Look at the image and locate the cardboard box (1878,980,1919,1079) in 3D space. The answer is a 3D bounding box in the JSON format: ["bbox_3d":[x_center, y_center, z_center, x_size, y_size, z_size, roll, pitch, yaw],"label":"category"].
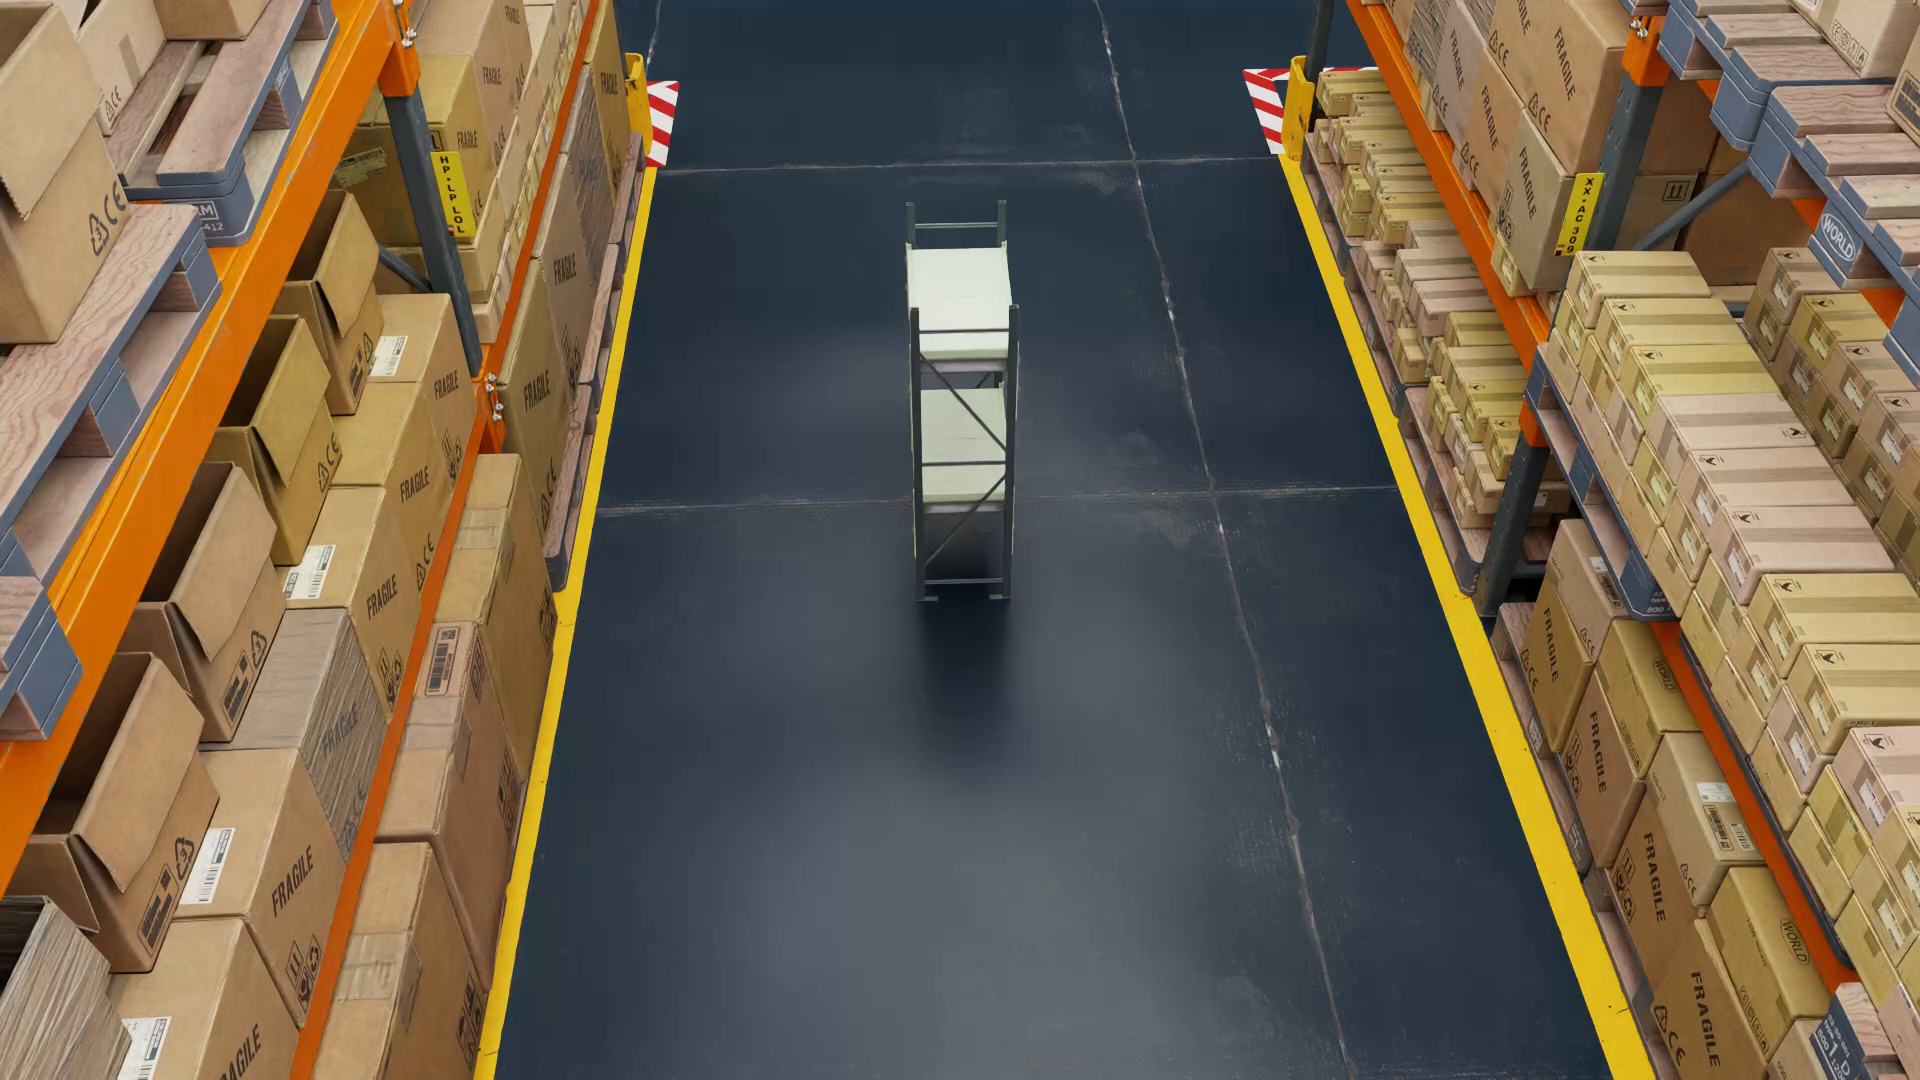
[{"bbox_3d":[2.362,1.148,3.802,0.380,0.149,0.250,-1,43,-1],"label":"cardboard box"}]

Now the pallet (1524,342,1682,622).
[{"bbox_3d":[2.580,-0.238,5.581,1.003,0.211,1.213,-2,43,-2],"label":"pallet"}]

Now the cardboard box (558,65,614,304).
[{"bbox_3d":[-2.291,-1.782,8.386,0.875,0.875,0.875,-2,43,-2],"label":"cardboard box"}]

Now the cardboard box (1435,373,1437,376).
[{"bbox_3d":[2.442,-0.723,7.768,0.380,0.149,0.250,-3,43,-3],"label":"cardboard box"}]

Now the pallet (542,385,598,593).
[{"bbox_3d":[-2.221,-0.242,7.508,1.003,0.211,1.213,-2,43,-2],"label":"pallet"}]

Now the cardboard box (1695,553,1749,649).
[{"bbox_3d":[2.310,0.164,4.656,0.380,0.149,0.250,-2,43,-3],"label":"cardboard box"}]

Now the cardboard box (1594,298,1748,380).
[{"bbox_3d":[2.268,-0.643,5.316,0.380,0.149,0.250,-1,43,-1],"label":"cardboard box"}]

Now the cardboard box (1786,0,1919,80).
[{"bbox_3d":[2.520,-1.456,4.304,0.500,0.311,0.500,-2,43,-2],"label":"cardboard box"}]

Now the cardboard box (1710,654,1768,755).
[{"bbox_3d":[2.318,0.440,4.575,0.380,0.149,0.250,-3,43,-4],"label":"cardboard box"}]

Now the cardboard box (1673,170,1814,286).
[{"bbox_3d":[2.923,-1.317,6.322,0.500,0.500,0.500,-2,43,-3],"label":"cardboard box"}]

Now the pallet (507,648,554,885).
[{"bbox_3d":[-2.159,0.792,6.379,1.003,0.211,1.213,-2,43,-2],"label":"pallet"}]

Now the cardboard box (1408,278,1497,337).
[{"bbox_3d":[2.312,-1.081,7.718,0.380,0.149,0.250,-4,43,-4],"label":"cardboard box"}]

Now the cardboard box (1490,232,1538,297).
[{"bbox_3d":[2.327,-1.093,6.558,0.380,0.149,0.250,-3,43,-3],"label":"cardboard box"}]

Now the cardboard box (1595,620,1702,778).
[{"bbox_3d":[2.485,0.527,5.589,0.500,0.250,0.500,-1,43,-1],"label":"cardboard box"}]

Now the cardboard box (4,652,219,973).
[{"bbox_3d":[-2.137,0.605,3.703,0.797,0.503,0.637,-1,43,-1],"label":"cardboard box"}]

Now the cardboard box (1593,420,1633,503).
[{"bbox_3d":[2.274,-0.256,5.334,0.380,0.149,0.250,-1,43,-1],"label":"cardboard box"}]

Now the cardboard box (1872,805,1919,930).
[{"bbox_3d":[2.349,0.746,3.801,0.380,0.149,0.250,0,43,-1],"label":"cardboard box"}]

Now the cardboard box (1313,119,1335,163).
[{"bbox_3d":[2.225,-2.270,9.455,0.380,0.149,0.250,-1,43,-1],"label":"cardboard box"}]

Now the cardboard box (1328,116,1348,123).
[{"bbox_3d":[2.288,-2.382,9.357,0.380,0.149,0.250,0,43,0],"label":"cardboard box"}]

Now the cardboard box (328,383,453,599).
[{"bbox_3d":[-1.961,-0.149,5.269,0.500,0.500,0.500,0,43,0],"label":"cardboard box"}]

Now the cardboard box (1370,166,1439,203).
[{"bbox_3d":[2.316,-1.780,8.480,0.380,0.149,0.250,0,43,0],"label":"cardboard box"}]

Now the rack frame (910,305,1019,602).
[{"bbox_3d":[0.016,-0.301,6.618,0.400,1.500,0.023,-2,43,-2],"label":"rack frame"}]

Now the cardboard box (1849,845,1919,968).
[{"bbox_3d":[2.349,0.853,3.904,0.380,0.149,0.250,-2,43,-2],"label":"cardboard box"}]

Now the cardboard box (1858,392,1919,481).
[{"bbox_3d":[2.937,-0.312,4.955,0.380,0.149,0.250,-2,43,-2],"label":"cardboard box"}]

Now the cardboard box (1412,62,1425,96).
[{"bbox_3d":[2.326,-2.157,7.719,0.380,0.149,0.250,0,43,0],"label":"cardboard box"}]

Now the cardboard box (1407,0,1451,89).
[{"bbox_3d":[2.350,-2.329,7.427,0.500,0.500,0.500,-3,43,-3],"label":"cardboard box"}]

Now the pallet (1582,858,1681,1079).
[{"bbox_3d":[2.782,1.550,5.552,1.003,0.211,1.213,-2,43,-2],"label":"pallet"}]

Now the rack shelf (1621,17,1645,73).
[{"bbox_3d":[2.607,-3.019,6.786,1.077,0.370,4.000,-2,43,-2],"label":"rack shelf"}]

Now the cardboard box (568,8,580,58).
[{"bbox_3d":[-2.048,-2.442,8.030,0.380,0.149,0.250,-3,43,-3],"label":"cardboard box"}]

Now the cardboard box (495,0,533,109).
[{"bbox_3d":[-2.072,-2.100,6.807,0.500,0.500,0.500,-3,43,-3],"label":"cardboard box"}]

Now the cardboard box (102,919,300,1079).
[{"bbox_3d":[-1.870,1.225,3.770,0.500,0.500,0.500,-3,43,-3],"label":"cardboard box"}]

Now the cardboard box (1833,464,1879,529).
[{"bbox_3d":[2.938,-0.116,5.181,0.380,0.149,0.250,-4,43,-4],"label":"cardboard box"}]

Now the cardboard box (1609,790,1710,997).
[{"bbox_3d":[2.519,1.155,5.459,0.500,0.500,0.500,-1,43,-1],"label":"cardboard box"}]

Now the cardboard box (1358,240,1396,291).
[{"bbox_3d":[2.266,-1.412,8.520,0.380,0.149,0.250,-4,43,-4],"label":"cardboard box"}]

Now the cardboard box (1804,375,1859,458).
[{"bbox_3d":[2.927,-0.392,5.263,0.380,0.149,0.250,0,43,0],"label":"cardboard box"}]

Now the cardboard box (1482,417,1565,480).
[{"bbox_3d":[2.417,-0.385,6.958,0.380,0.149,0.250,-1,43,-1],"label":"cardboard box"}]

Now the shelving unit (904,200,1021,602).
[{"bbox_3d":[0.000,-0.548,6.888,0.431,1.500,0.755,-2,43,-2],"label":"shelving unit"}]

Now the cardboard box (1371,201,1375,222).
[{"bbox_3d":[2.351,-1.680,8.591,0.380,0.149,0.250,-4,43,-4],"label":"cardboard box"}]

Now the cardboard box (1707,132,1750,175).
[{"bbox_3d":[2.917,-1.655,5.952,0.500,0.500,0.500,-1,43,-1],"label":"cardboard box"}]

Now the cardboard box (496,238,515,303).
[{"bbox_3d":[-1.959,-1.049,6.510,0.380,0.149,0.250,-3,43,-3],"label":"cardboard box"}]

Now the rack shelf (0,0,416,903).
[{"bbox_3d":[-2.182,-0.245,3.760,1.077,0.370,4.000,-2,43,-2],"label":"rack shelf"}]

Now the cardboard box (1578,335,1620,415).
[{"bbox_3d":[2.263,-0.547,5.431,0.380,0.149,0.250,-2,43,-3],"label":"cardboard box"}]

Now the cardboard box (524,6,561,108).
[{"bbox_3d":[-2.082,-2.152,7.419,0.500,0.250,0.500,-2,43,-2],"label":"cardboard box"}]

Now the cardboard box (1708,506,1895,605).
[{"bbox_3d":[2.306,0.042,4.569,0.380,0.149,0.250,0,43,0],"label":"cardboard box"}]

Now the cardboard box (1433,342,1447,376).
[{"bbox_3d":[2.396,-0.781,7.610,0.380,0.149,0.250,-1,43,-1],"label":"cardboard box"}]

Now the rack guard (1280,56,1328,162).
[{"bbox_3d":[2.526,-2.556,9.819,1.175,0.500,0.348,-2,43,-2],"label":"rack guard"}]

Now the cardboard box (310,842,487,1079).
[{"bbox_3d":[-2.136,1.506,4.799,1.225,0.875,0.875,-2,43,-2],"label":"cardboard box"}]

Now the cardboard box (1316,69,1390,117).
[{"bbox_3d":[2.205,-2.489,9.254,0.380,0.149,0.250,-3,43,-4],"label":"cardboard box"}]

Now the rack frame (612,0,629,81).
[{"bbox_3d":[-2.437,-3.455,8.949,1.000,3.000,0.127,-2,43,-2],"label":"rack frame"}]

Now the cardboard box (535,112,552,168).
[{"bbox_3d":[-2.003,-1.746,7.271,0.380,0.149,0.250,-1,43,-1],"label":"cardboard box"}]
